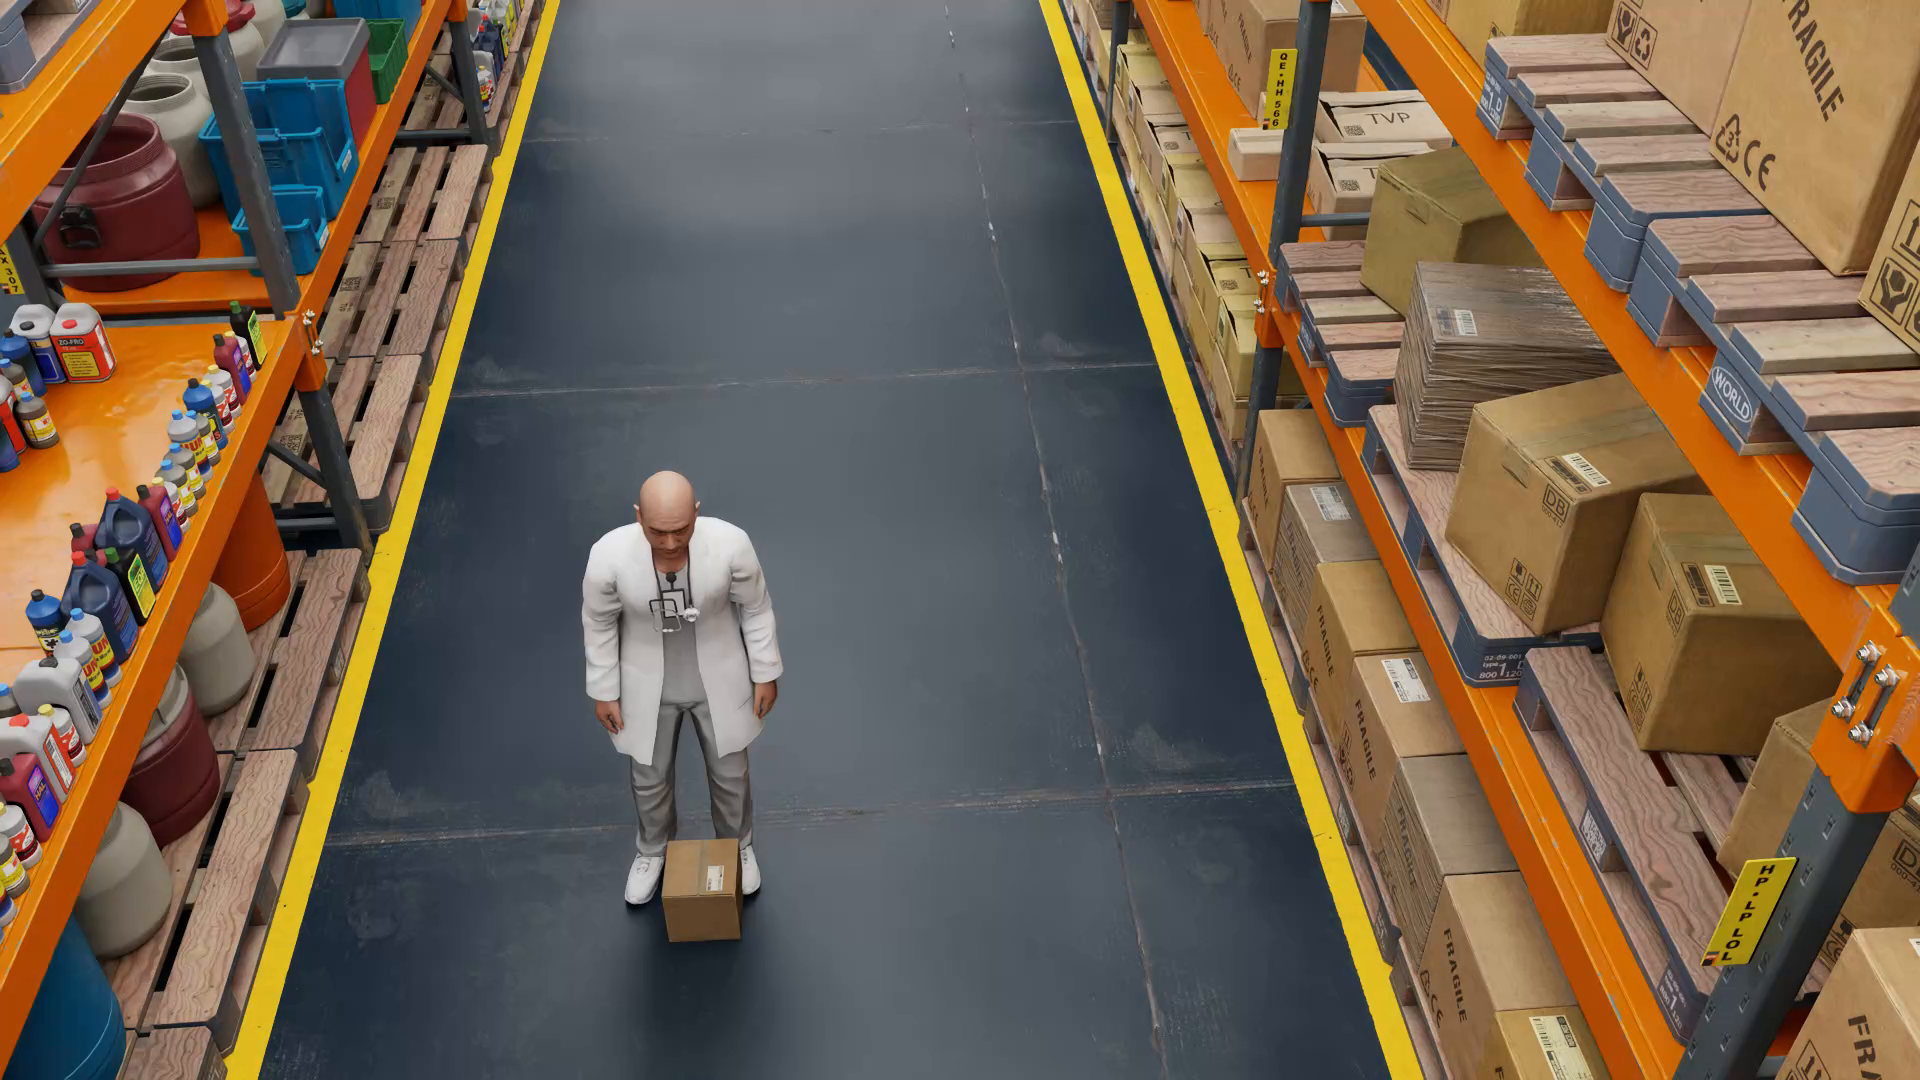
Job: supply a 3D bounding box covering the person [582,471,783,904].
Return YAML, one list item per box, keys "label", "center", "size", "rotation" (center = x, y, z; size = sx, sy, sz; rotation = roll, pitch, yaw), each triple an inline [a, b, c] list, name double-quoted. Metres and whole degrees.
- label: "person"
  center: [-0.915, 0.482, 5.562]
  size: [0.652, 1.773, 0.426]
  rotation: [-5, 39, -7]
